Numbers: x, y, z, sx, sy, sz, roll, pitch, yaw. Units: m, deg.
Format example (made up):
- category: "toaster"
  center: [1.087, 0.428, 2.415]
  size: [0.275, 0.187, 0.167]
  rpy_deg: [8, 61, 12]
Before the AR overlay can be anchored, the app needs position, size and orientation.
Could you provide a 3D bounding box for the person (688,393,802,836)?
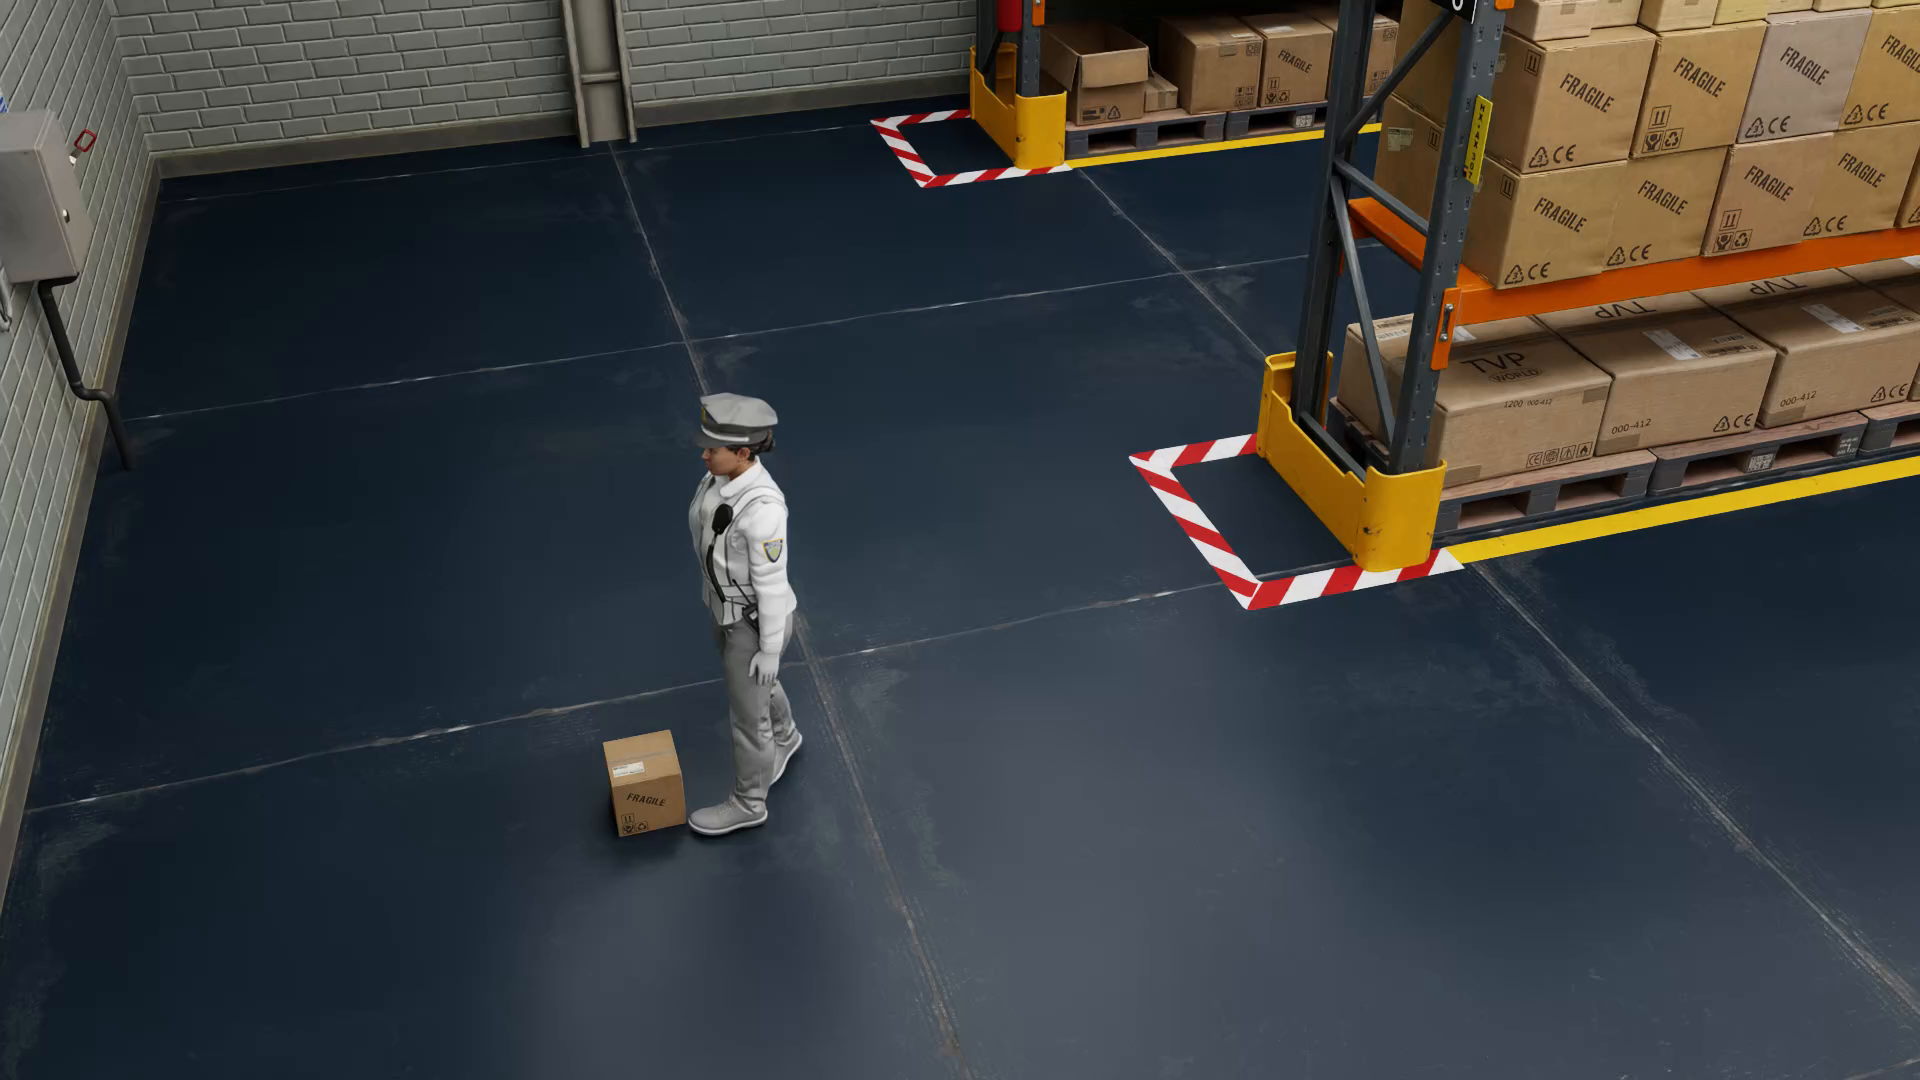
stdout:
- category: "person"
  center: [-0.768, 0.273, 5.725]
  size: [0.538, 1.689, 0.509]
  rpy_deg: [-15, 37, -21]
